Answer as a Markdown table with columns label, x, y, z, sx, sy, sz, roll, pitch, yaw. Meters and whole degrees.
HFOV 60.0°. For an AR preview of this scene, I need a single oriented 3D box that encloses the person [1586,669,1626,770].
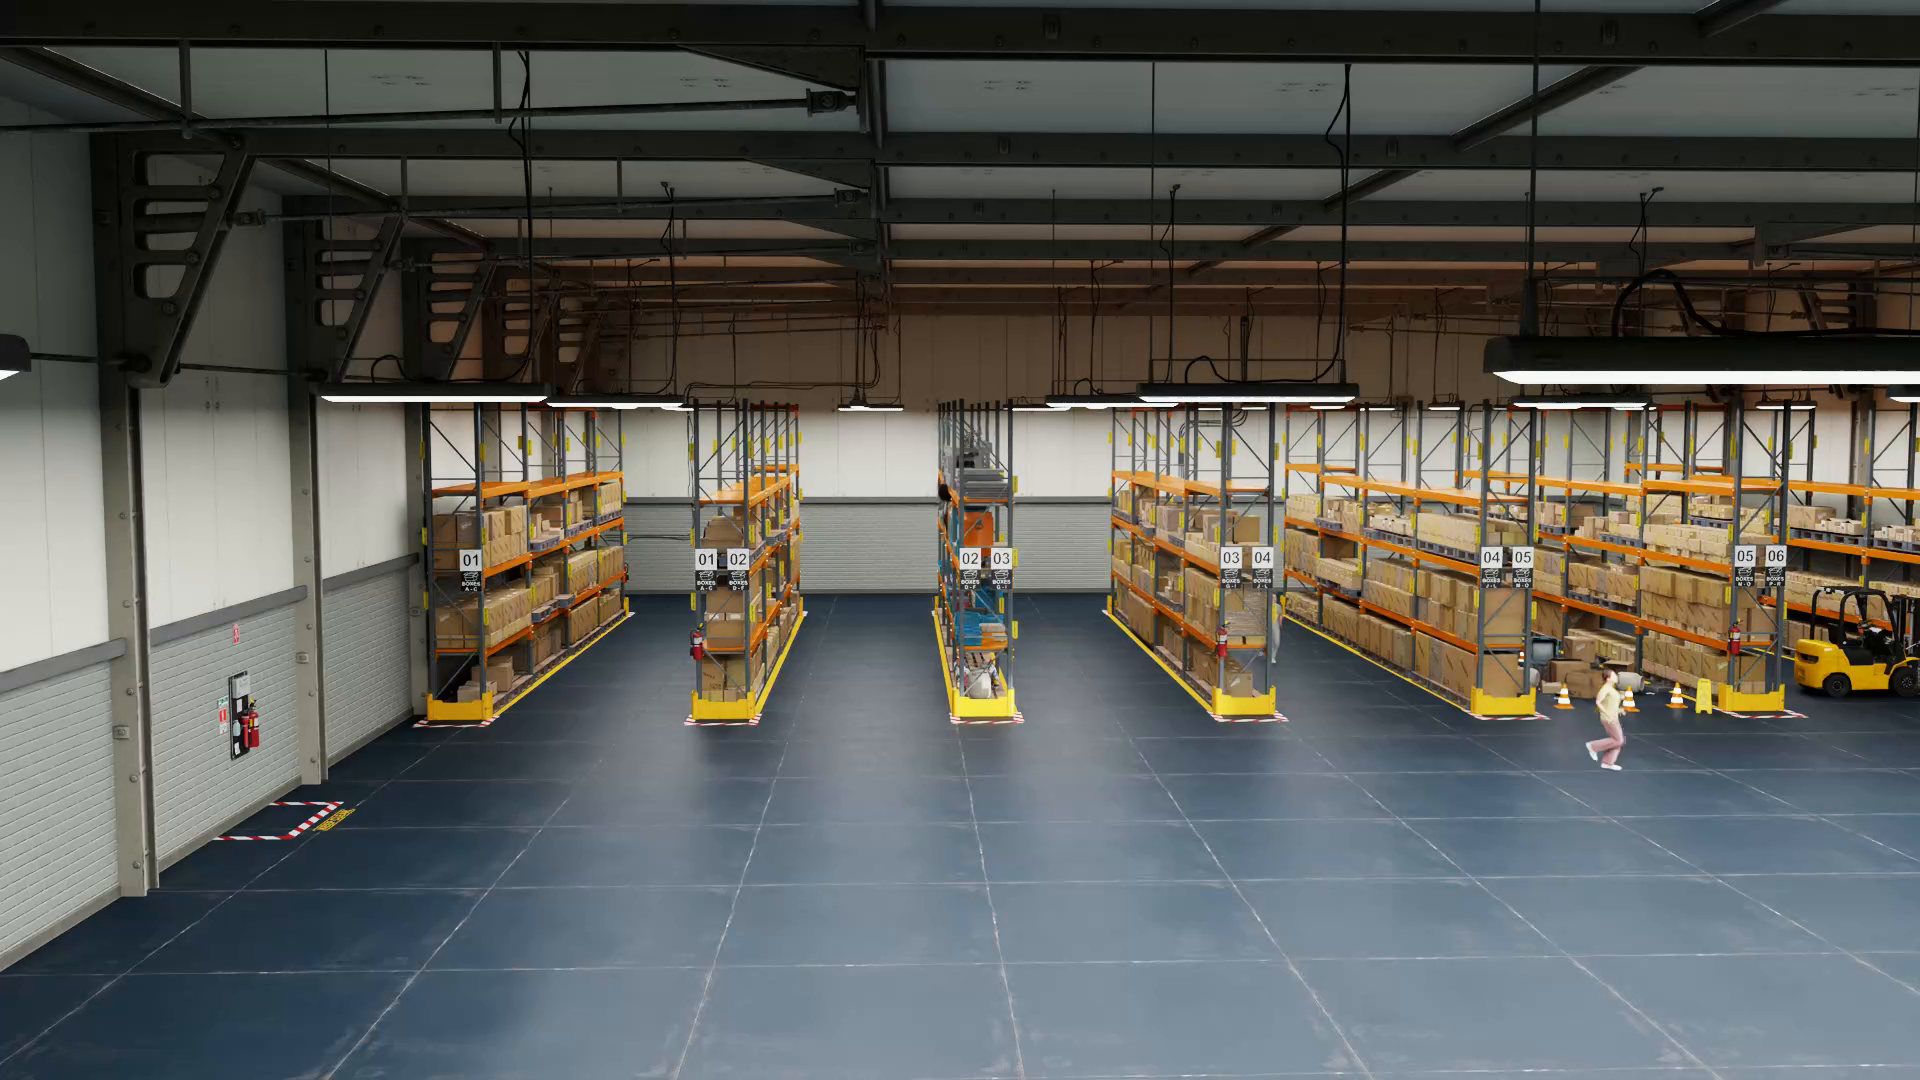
| label | x | y | z | sx | sy | sz | roll | pitch | yaw |
| --- | --- | --- | --- | --- | --- | --- | --- | --- | --- |
| person | 10.422 | 2.883 | 26.799 | 0.562 | 1.627 | 0.586 | 3 | 5 | 31 |

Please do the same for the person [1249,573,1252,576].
| label | x | y | z | sx | sy | sz | roll | pitch | yaw |
| --- | --- | --- | --- | --- | --- | --- | --- | --- | --- |
| person | 8.140 | 1.473 | 45.317 | 0.749 | 1.732 | 1.077 | 0 | 4 | -3 |

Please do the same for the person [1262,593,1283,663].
| label | x | y | z | sx | sy | sz | roll | pitch | yaw |
| --- | --- | --- | --- | --- | --- | --- | --- | --- | --- |
| person | 7.164 | 2.012 | 38.340 | 0.550 | 1.616 | 0.622 | -1 | 4 | -11 |
